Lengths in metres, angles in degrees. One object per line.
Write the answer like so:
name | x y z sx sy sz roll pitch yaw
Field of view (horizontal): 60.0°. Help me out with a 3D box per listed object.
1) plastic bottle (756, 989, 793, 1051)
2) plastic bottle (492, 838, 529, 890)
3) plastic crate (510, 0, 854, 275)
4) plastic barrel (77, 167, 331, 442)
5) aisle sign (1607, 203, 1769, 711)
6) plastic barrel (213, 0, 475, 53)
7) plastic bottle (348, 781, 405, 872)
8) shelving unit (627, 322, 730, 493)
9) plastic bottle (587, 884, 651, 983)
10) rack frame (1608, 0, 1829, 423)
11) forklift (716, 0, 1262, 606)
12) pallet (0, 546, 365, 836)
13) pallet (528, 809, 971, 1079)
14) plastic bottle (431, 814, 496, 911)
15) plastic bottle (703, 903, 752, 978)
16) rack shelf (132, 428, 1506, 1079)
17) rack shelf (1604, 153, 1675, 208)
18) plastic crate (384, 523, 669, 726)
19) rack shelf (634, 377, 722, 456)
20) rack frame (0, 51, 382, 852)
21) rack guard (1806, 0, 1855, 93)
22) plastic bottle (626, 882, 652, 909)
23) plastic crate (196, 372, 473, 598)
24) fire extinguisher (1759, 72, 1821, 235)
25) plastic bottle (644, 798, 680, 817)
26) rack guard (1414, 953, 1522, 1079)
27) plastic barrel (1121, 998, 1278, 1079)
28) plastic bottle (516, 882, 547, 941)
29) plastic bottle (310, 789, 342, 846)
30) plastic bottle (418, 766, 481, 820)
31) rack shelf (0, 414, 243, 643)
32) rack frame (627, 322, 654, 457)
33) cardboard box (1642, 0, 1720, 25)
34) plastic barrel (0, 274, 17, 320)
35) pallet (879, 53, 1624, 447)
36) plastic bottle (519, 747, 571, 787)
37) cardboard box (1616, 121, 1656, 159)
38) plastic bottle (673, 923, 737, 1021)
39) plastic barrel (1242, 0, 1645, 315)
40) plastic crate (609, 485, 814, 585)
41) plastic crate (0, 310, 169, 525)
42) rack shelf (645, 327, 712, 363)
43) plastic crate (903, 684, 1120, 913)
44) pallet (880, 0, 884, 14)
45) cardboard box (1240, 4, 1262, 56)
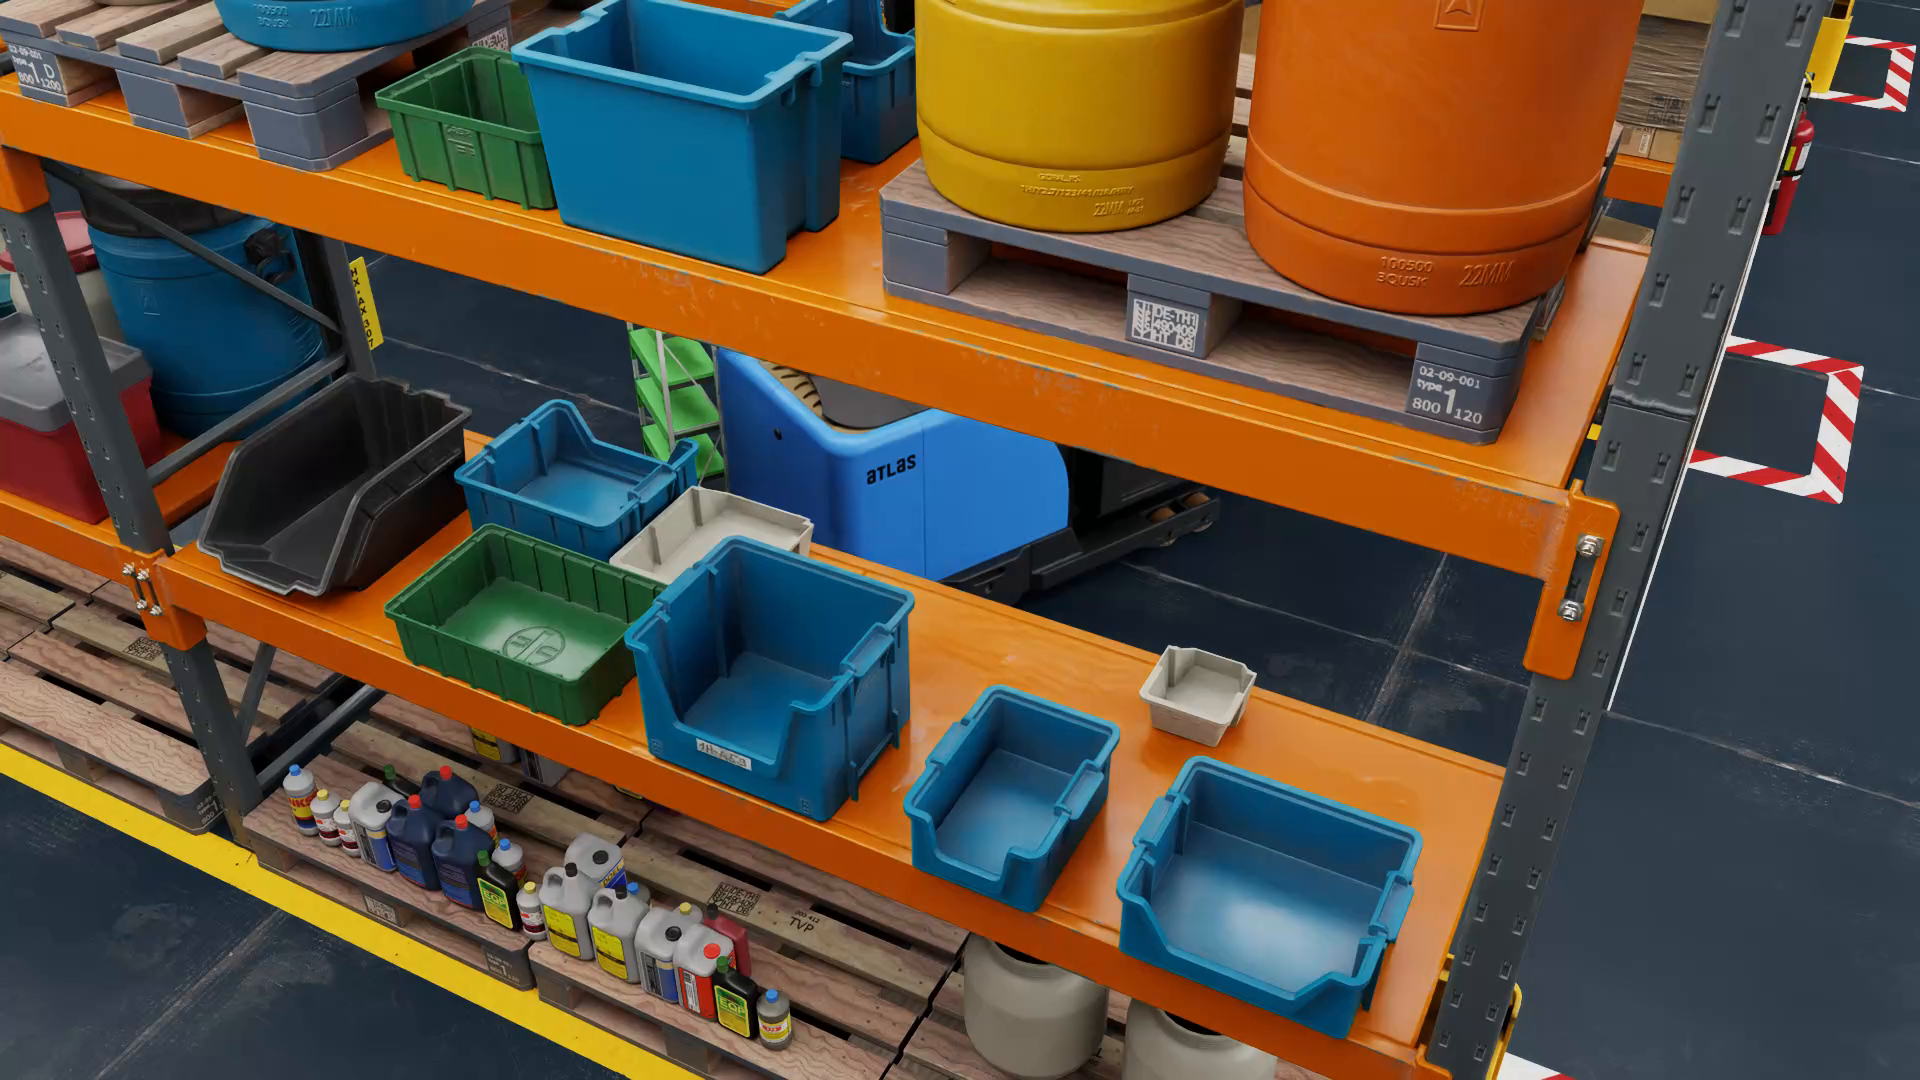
plastic bottle | -0.546 1.396 4.881 0.097 0.201 0.097 0 37 0
plastic bottle | -1.424 1.052 5.276 0.097 0.271 0.097 0 37 0
plastic crate | -0.545 -0.825 3.388 0.575 0.384 0.392 17 41 21
plastic barrel | -2.469 -0.850 5.474 0.708 0.901 0.600 17 41 21
aisle sign | 1.214 -0.124 2.783 0.004 0.787 0.394 17 41 21
plastic barrel | -1.431 -1.608 3.644 0.708 0.901 0.600 17 41 21
plastic bottle | -1.884 0.928 5.435 0.135 0.276 0.152 19 41 23
shelving unit | -1.191 -0.594 7.040 0.258 1.200 0.503 -16 40 -20
plastic bottle | -1.029 1.169 5.056 0.185 0.351 0.144 19 41 23
rack frame | 1.287 -1.658 1.991 0.127 3.000 1.000 17 41 21
forklift | 0.532 -1.383 6.648 3.031 2.935 1.130 -22 42 -26
pallet | -2.980 0.533 6.374 1.213 0.211 1.003 17 41 21
pallet | -0.601 1.278 5.392 1.213 0.211 1.003 17 41 21
plastic bottle | -1.572 0.999 5.280 0.185 0.351 0.144 16 40 20
plastic bottle | -0.709 1.221 5.043 0.133 0.283 0.061 17 41 21
rack shelf | -0.489 0.462 4.755 4.000 0.370 1.077 17 41 21
rack shelf | 1.788 -2.197 8.258 4.000 0.370 1.077 17 41 21
plastic crate | -1.190 0.233 4.637 0.662 0.188 0.450 17 41 21
rack shelf | -1.191 -0.543 7.079 0.258 0.148 0.480 -16 40 -20
rack frame | -2.265 -0.380 5.270 0.127 3.000 1.000 17 41 21
rack guard | 5.957 -3.560 11.526 0.348 0.500 1.175 17 41 21
plastic bottle | -1.012 1.152 5.203 0.097 0.201 0.097 0 37 0
plastic crate | -1.859 -0.142 5.007 0.504 0.338 0.767 17 41 21
fire extinguisher | 3.454 -1.617 6.964 0.183 0.674 0.296 17 41 21
plastic bottle | -1.010 0.798 5.600 0.133 0.283 0.061 17 41 21
rack guard | 1.198 1.732 4.555 0.348 0.500 1.175 17 41 21
plastic barrel | 0.667 1.414 4.617 0.421 0.512 0.421 0 37 0
plastic bottle | -1.331 1.150 5.205 0.097 0.201 0.097 0 37 0
plastic bottle | -2.094 0.911 5.519 0.097 0.201 0.097 0 37 0
plastic bottle | -1.673 0.869 5.451 0.185 0.351 0.144 17 41 21
rack shelf | -4.041 -0.650 6.220 4.000 0.370 1.077 17 41 21
rack frame | -1.295 -0.727 7.216 0.240 1.200 0.015 -16 40 -20
cardboard box | 2.962 -2.504 6.912 0.500 0.500 0.500 17 41 21
plastic barrel | -3.370 -0.776 5.905 0.301 0.262 0.301 0 37 0
pallet | 0.597 -0.670 3.327 1.213 0.211 1.003 17 41 21
plastic bottle | -1.436 0.693 5.744 0.135 0.276 0.152 17 41 21
cardboard box | 2.995 -1.866 7.435 0.250 0.149 0.380 17 41 21
plastic bottle | -0.757 1.281 4.970 0.135 0.276 0.152 18 41 22
plastic barrel | 0.797 -0.868 2.729 0.708 0.830 0.600 17 41 21
plastic crate | -0.707 0.040 4.934 0.437 0.136 0.530 17 41 21
plastic crate | -2.836 -0.376 5.212 0.583 0.464 0.402 17 41 21
rack shelf | -1.191 -0.926 6.789 0.258 0.148 0.480 -16 40 -20
plastic crate | 0.131 0.629 4.064 0.408 0.251 0.499 17 41 21
pallet | -0.599 -3.254 9.214 1.213 0.211 1.003 17 41 21
cardboard box | 1.727 -2.635 7.912 0.500 0.500 0.875 17 41 21
